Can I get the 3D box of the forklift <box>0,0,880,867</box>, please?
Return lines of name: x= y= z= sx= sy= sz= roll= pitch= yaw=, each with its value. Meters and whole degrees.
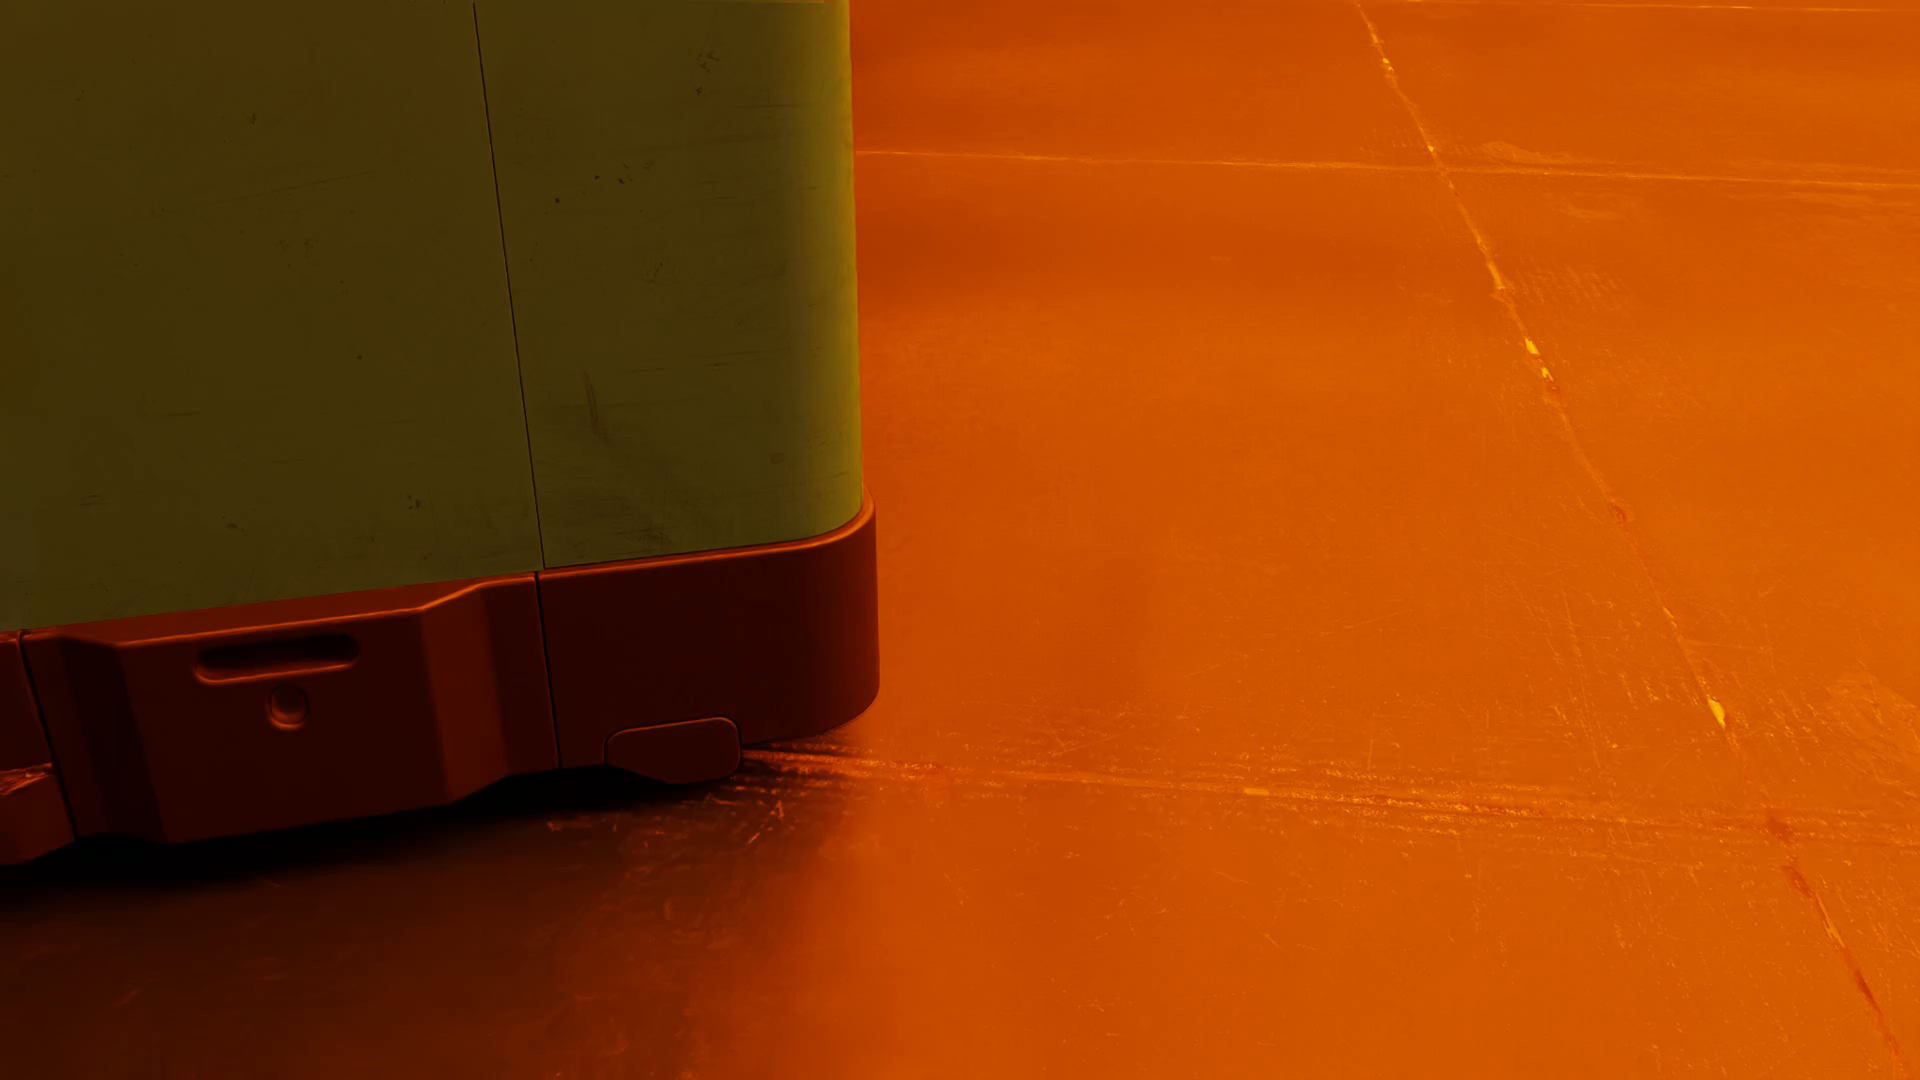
forklift: x=-1.671 y=-1.092 z=1.405 sx=3.031 sy=2.935 sz=1.130 roll=-7 pitch=27 yaw=-13
